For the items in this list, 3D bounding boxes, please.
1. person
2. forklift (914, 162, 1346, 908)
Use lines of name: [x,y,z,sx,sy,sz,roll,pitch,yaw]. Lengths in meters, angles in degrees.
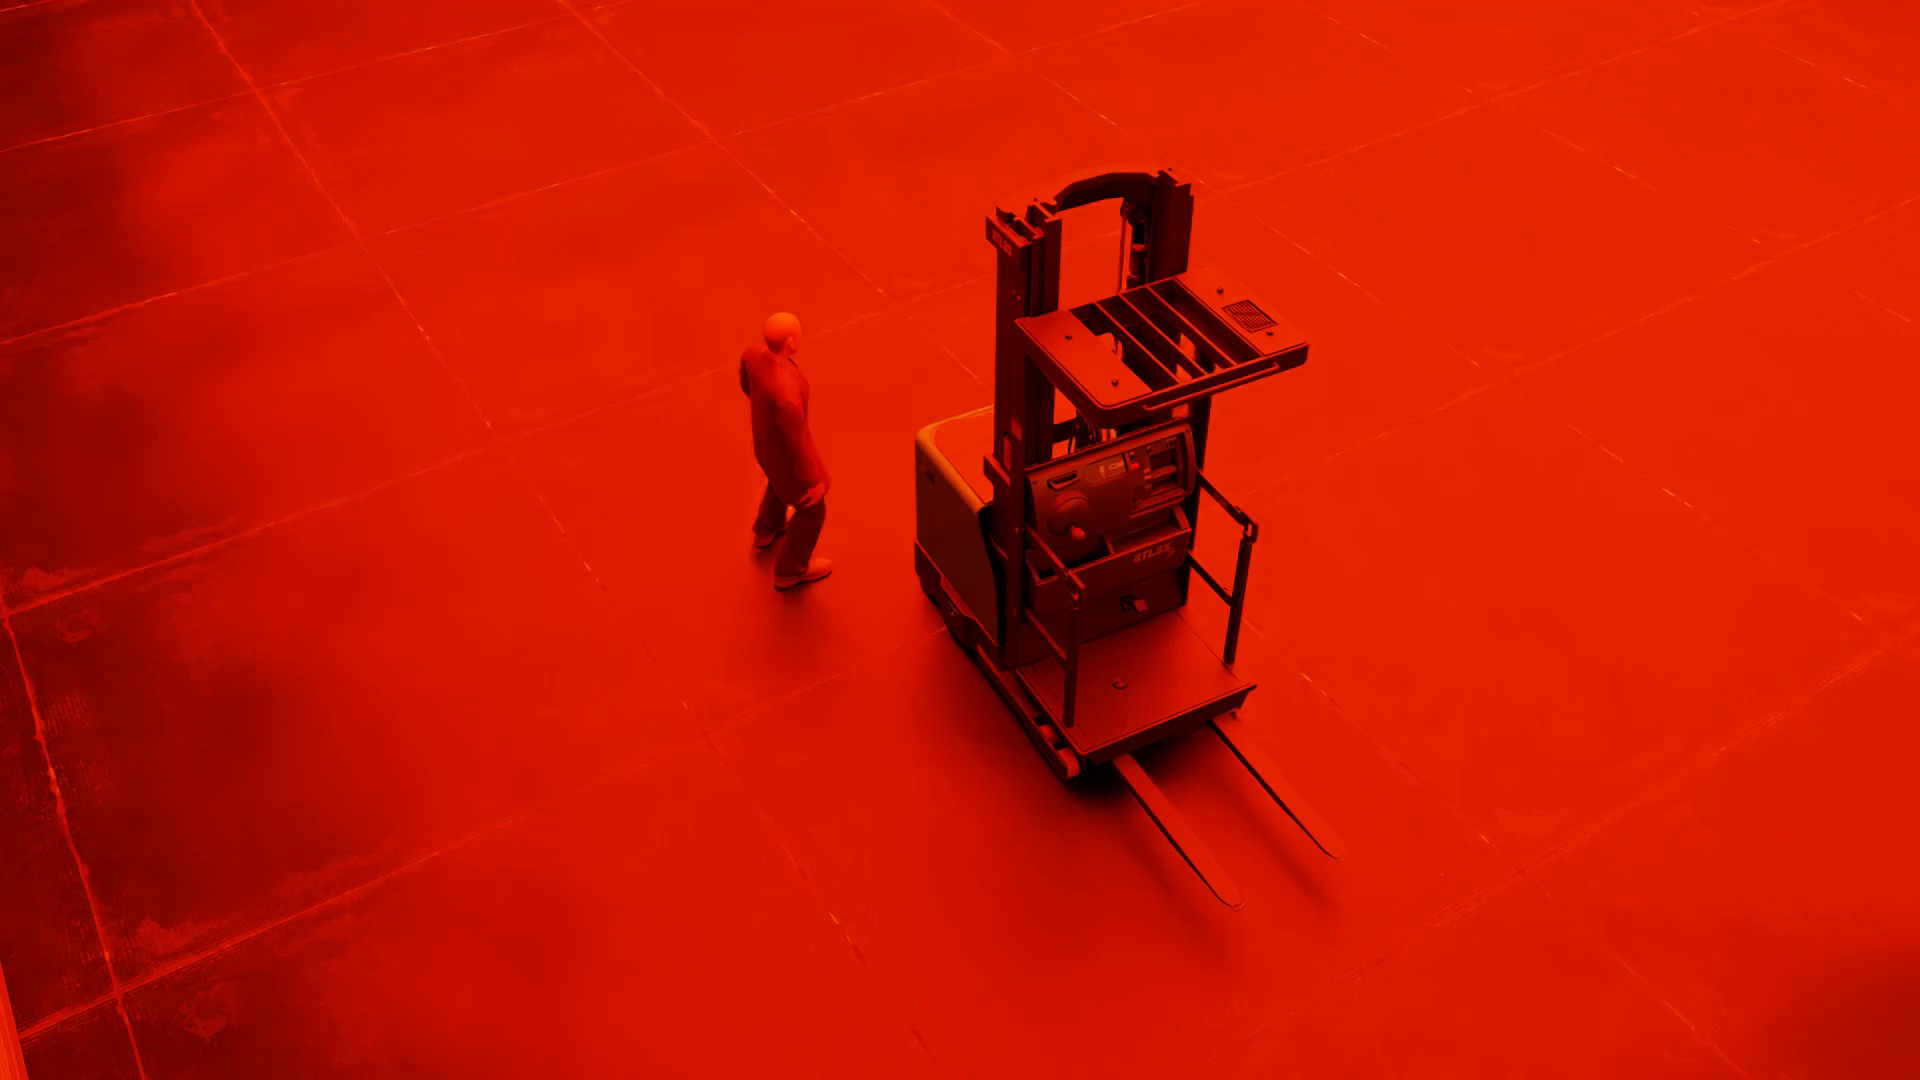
person: [-0.970,-0.522,9.367,0.419,1.751,0.825,-21,45,-22]
forklift: [0.864,-0.198,8.097,1.130,2.935,3.031,-19,45,-21]
